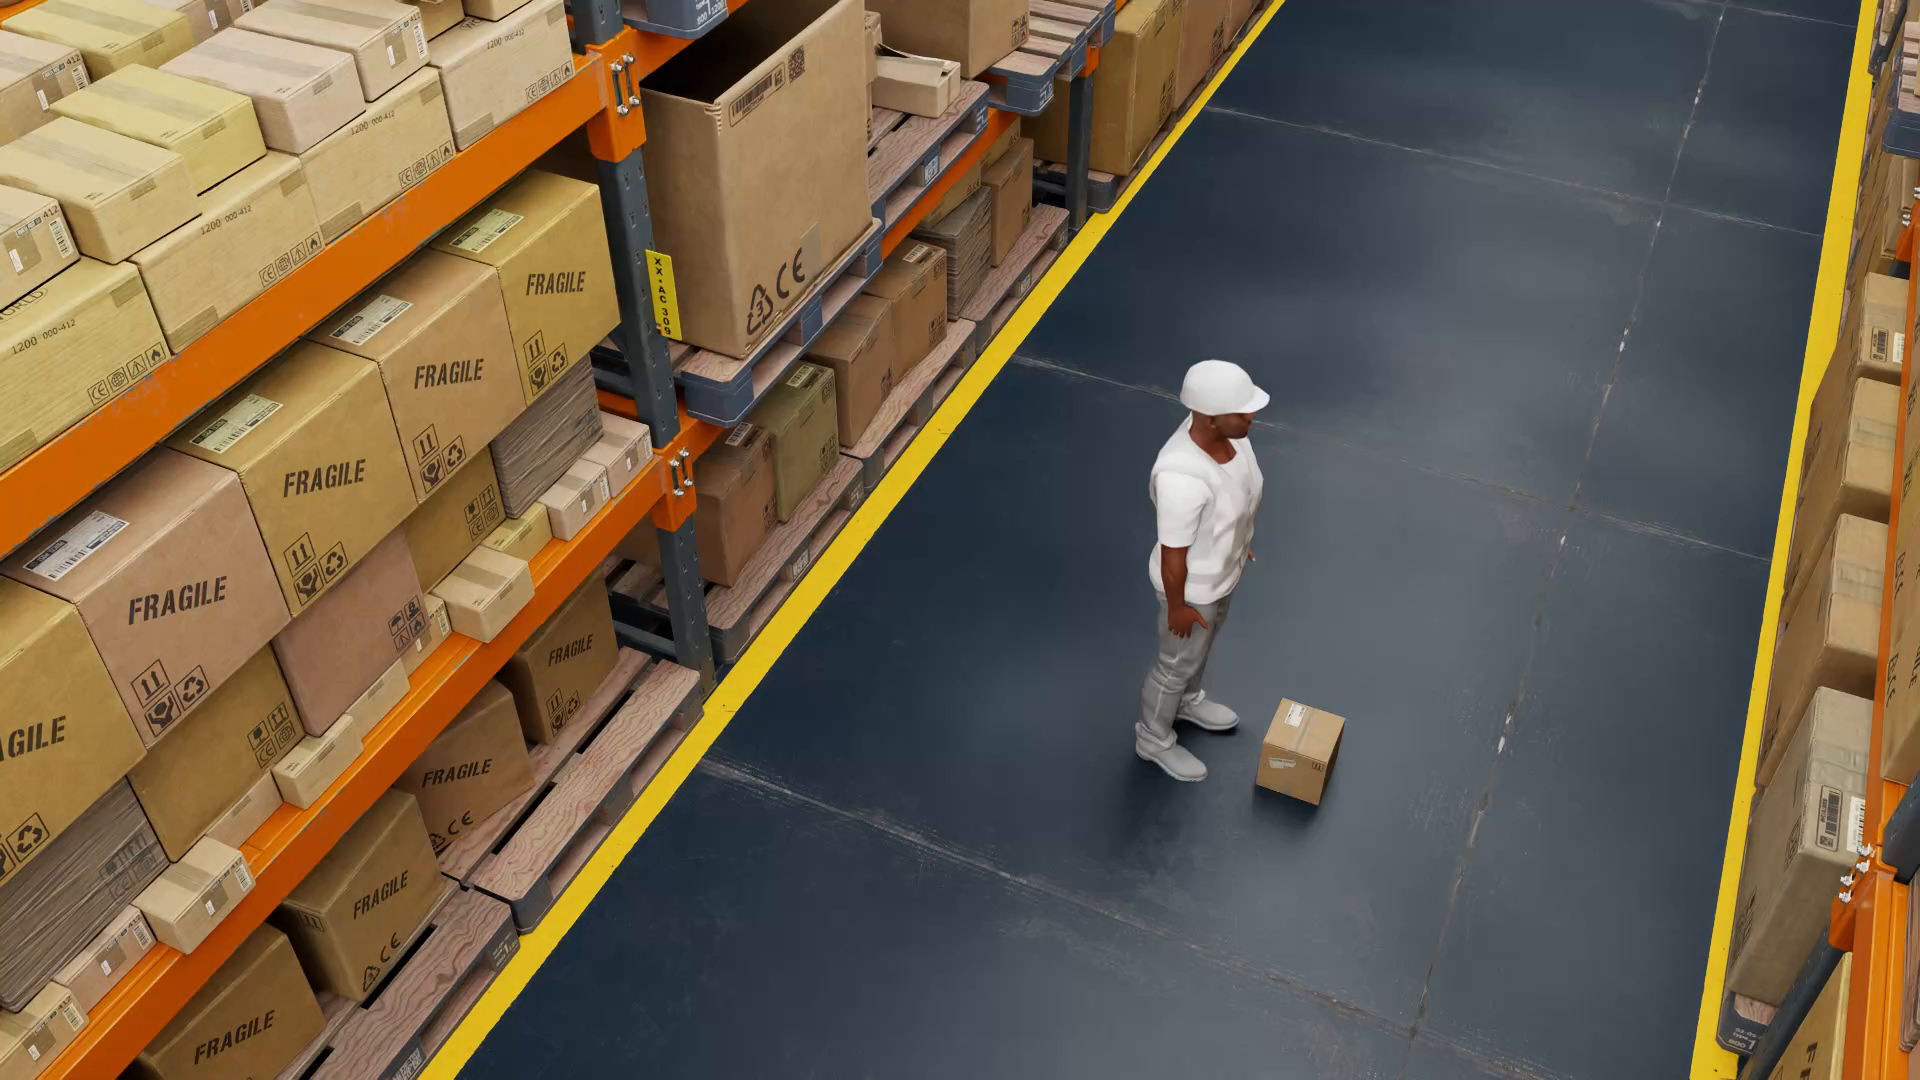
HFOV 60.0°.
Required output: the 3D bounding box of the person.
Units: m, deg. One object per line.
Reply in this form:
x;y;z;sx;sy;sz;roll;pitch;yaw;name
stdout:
0.886;0.106;6.030;0.385;1.781;0.566;18;45;19;person
